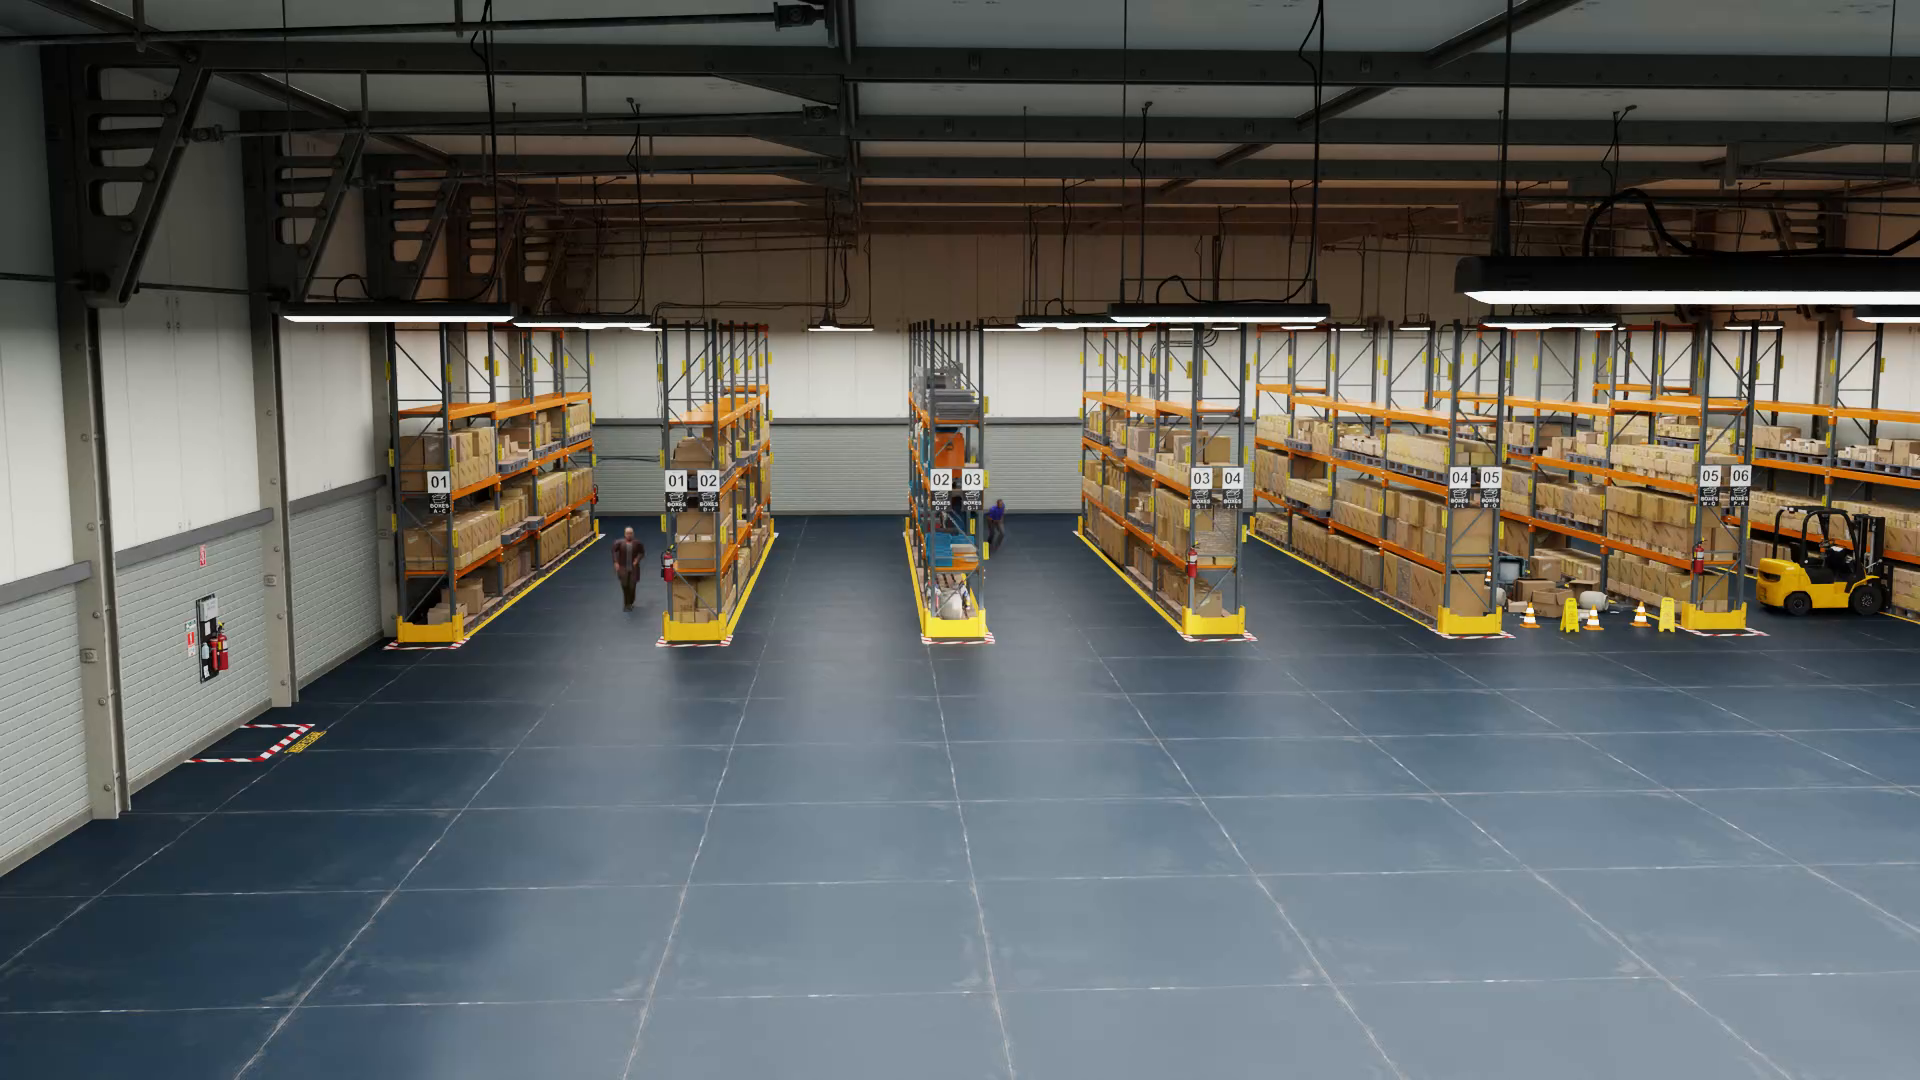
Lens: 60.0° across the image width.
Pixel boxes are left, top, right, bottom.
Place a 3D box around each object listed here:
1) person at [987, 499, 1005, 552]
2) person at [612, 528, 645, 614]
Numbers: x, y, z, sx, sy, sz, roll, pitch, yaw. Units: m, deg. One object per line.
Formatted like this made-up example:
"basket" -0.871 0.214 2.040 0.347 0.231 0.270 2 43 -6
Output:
"person" 0.890 -0.372 44.158 0.558 1.372 1.095 -3 8 -23
"person" -6.845 0.628 34.363 0.652 1.791 0.888 -2 7 -14
